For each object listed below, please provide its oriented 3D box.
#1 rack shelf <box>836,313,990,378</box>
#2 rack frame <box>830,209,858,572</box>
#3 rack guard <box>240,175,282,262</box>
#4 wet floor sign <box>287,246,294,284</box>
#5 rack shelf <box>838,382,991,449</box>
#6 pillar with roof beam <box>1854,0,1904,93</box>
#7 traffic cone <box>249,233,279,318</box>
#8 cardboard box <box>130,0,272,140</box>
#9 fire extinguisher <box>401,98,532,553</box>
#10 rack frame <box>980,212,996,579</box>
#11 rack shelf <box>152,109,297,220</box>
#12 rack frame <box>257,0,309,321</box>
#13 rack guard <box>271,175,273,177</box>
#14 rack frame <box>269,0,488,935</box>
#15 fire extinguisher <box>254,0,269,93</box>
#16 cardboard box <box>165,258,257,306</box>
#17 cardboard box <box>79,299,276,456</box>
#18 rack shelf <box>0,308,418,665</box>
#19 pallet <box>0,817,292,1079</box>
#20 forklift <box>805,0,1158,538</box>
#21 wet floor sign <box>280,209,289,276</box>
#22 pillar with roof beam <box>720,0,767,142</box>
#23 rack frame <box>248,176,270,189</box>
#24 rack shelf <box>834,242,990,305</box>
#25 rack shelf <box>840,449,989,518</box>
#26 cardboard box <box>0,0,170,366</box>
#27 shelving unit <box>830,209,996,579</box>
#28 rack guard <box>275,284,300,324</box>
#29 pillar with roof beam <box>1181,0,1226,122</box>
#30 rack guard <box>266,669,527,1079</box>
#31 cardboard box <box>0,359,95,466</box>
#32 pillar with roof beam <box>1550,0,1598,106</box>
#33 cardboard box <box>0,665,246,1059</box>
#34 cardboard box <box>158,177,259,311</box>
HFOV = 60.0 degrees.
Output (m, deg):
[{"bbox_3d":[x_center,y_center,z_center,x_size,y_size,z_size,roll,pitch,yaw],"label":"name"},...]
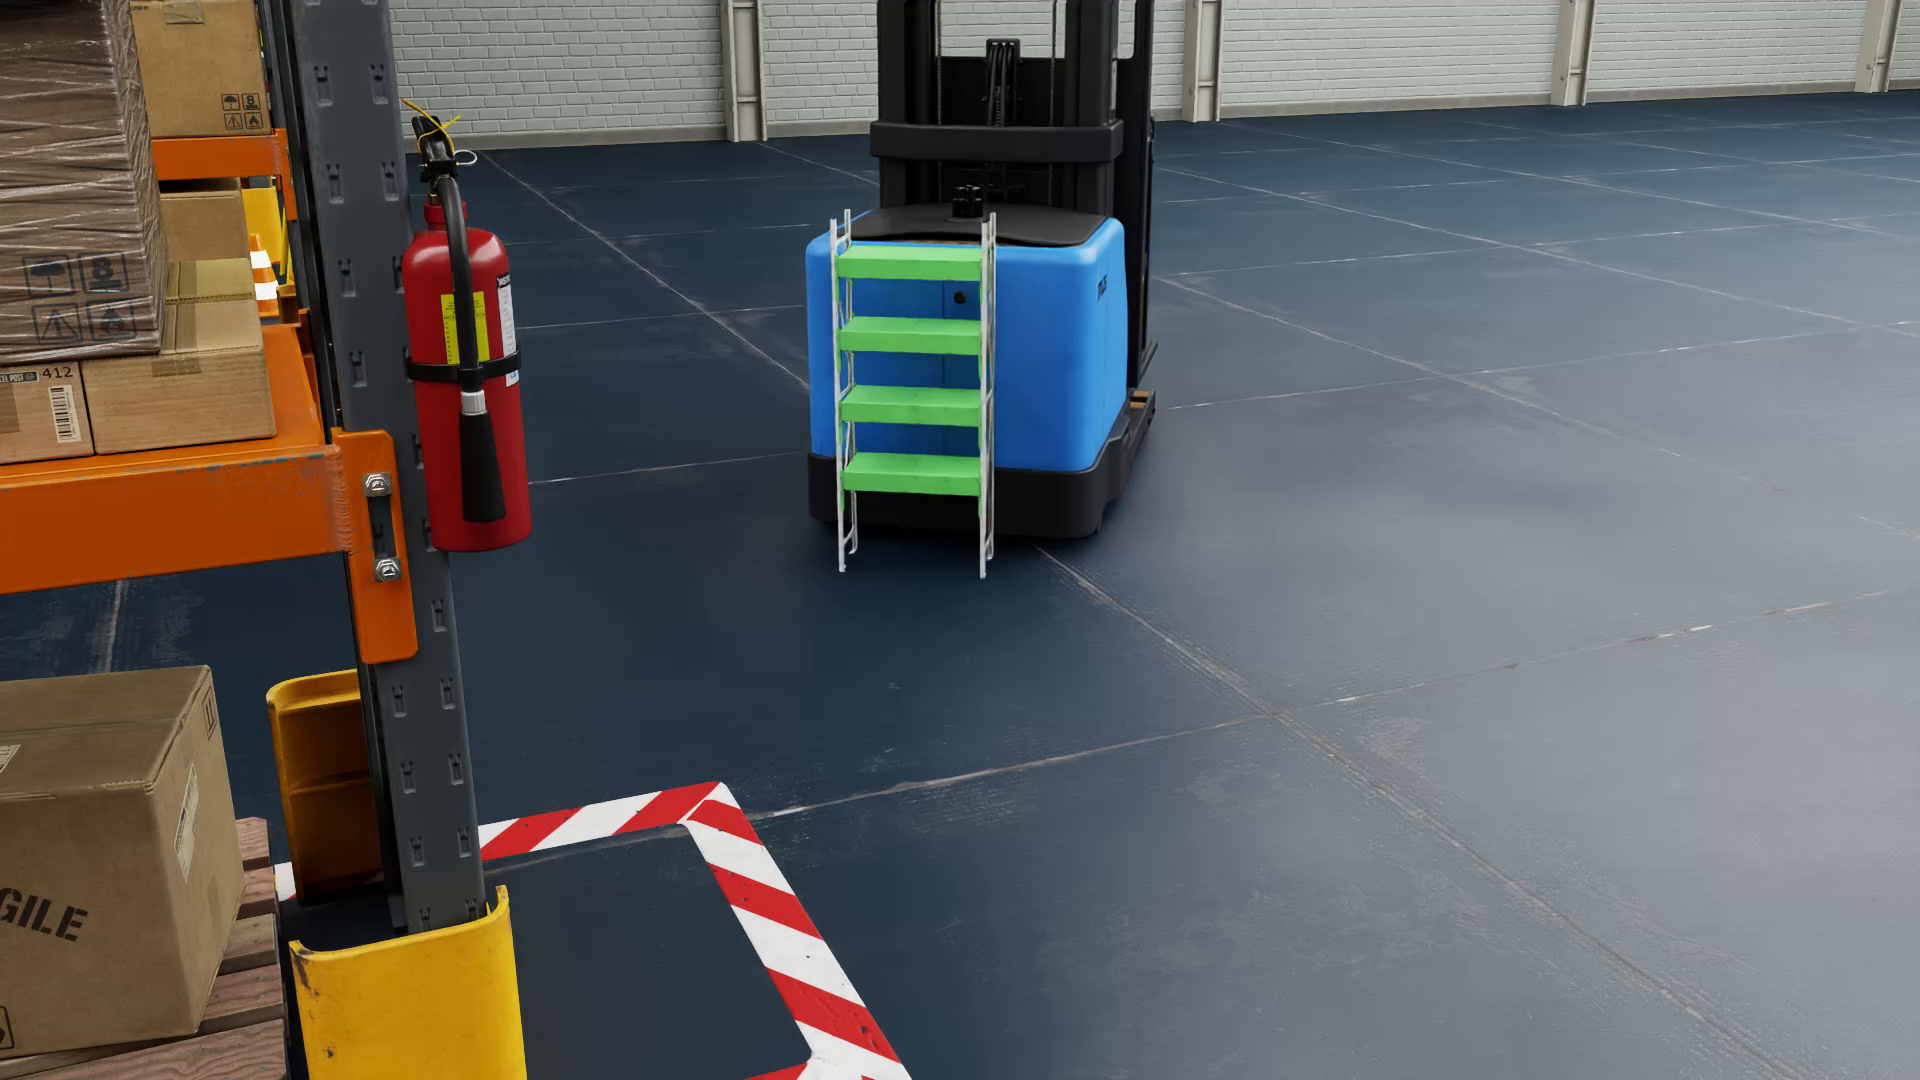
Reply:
[{"bbox_3d":[-0.149,-0.650,5.530,0.480,0.148,0.258,3,20,8],"label":"rack shelf"},{"bbox_3d":[-0.390,-0.495,5.622,0.015,1.200,0.240,3,20,8],"label":"rack frame"},{"bbox_3d":[-5.051,-2.319,11.854,0.348,0.500,1.175,-8,21,-22],"label":"rack guard"},{"bbox_3d":[-3.686,-1.508,9.335,0.232,0.644,0.267,-12,23,-31],"label":"wet floor sign"},{"bbox_3d":[-0.149,-0.423,5.610,0.480,0.148,0.258,3,20,8],"label":"rack shelf"},{"bbox_3d":[15.795,-9.878,20.527,0.400,9.000,9.100,-8,21,-22],"label":"pillar with roof beam"},{"bbox_3d":[-4.113,-1.567,9.776,0.334,0.463,0.336,-8,21,-22],"label":"traffic cone"},{"bbox_3d":[-3.251,-2.019,7.015,0.550,0.550,0.875,-8,21,-22],"label":"cardboard box"},{"bbox_3d":[-0.768,-0.324,2.541,0.183,0.674,0.296,-8,21,-22],"label":"fire extinguisher"},{"bbox_3d":[0.093,-0.472,5.555,0.015,1.200,0.240,3,20,8],"label":"rack frame"},{"bbox_3d":[-4.764,-1.409,6.590,4.000,0.370,1.077,-8,21,-22],"label":"rack shelf"},{"bbox_3d":[-2.928,-2.011,7.218,0.127,3.000,1.000,-8,21,-22],"label":"rack frame"},{"bbox_3d":[-6.929,-3.845,16.189,0.348,0.500,1.175,-8,21,-22],"label":"rack guard"},{"bbox_3d":[-1.056,-0.486,2.884,0.127,3.000,1.000,-8,21,-22],"label":"rack frame"},{"bbox_3d":[-4.694,-3.346,11.124,0.183,0.674,0.296,-8,21,-22],"label":"fire extinguisher"},{"bbox_3d":[-1.412,-0.402,3.026,0.250,0.149,0.380,-8,21,-22],"label":"cardboard box"},{"bbox_3d":[-1.236,-0.267,2.641,0.250,0.149,0.380,-8,21,-22],"label":"cardboard box"},{"bbox_3d":[-2.892,0.117,2.257,4.000,0.370,1.077,-8,21,-22],"label":"rack shelf"},{"bbox_3d":[-1.886,0.936,3.046,1.213,0.211,1.003,-8,21,-22],"label":"pallet"},{"bbox_3d":[0.266,-1.841,6.837,1.130,2.935,3.031,4,20,12],"label":"forklift"},{"bbox_3d":[-4.383,-2.096,11.003,0.232,0.644,0.267,-1,19,-3],"label":"wet floor sign"},{"bbox_3d":[-0.733,-7.510,13.802,0.400,9.000,9.100,-8,21,-22],"label":"pillar with roof beam"},{"bbox_3d":[-4.981,-3.508,11.467,0.127,3.000,1.000,-8,21,-22],"label":"rack frame"},{"bbox_3d":[-0.149,-0.876,5.450,0.480,0.148,0.258,3,20,8],"label":"rack shelf"},{"bbox_3d":[-0.149,-0.197,5.690,0.480,0.148,0.258,3,20,8],"label":"rack shelf"},{"bbox_3d":[-1.572,-0.609,2.637,0.500,0.500,0.875,-8,21,-22],"label":"cardboard box"},{"bbox_3d":[-0.149,-0.484,5.589,0.503,1.200,0.258,3,20,8],"label":"shelving unit"},{"bbox_3d":[-2.906,-0.835,7.642,0.348,0.500,1.175,-8,21,-22],"label":"rack guard"},{"bbox_3d":[4.776,-8.300,16.044,0.400,9.000,9.100,-8,21,-22],"label":"pillar with roof beam"},{"bbox_3d":[-1.126,0.704,3.271,0.348,0.500,1.175,-8,21,-22],"label":"rack guard"},{"bbox_3d":[-1.466,-0.234,2.548,0.250,0.149,0.380,-8,21,-22],"label":"cardboard box"},{"bbox_3d":[10.286,-9.089,18.286,0.400,9.000,9.100,-8,21,-22],"label":"pillar with roof beam"},{"bbox_3d":[-1.636,0.572,3.011,0.500,0.500,0.500,-4,20,-12],"label":"cardboard box"},{"bbox_3d":[-3.524,-1.098,7.191,0.875,0.875,0.875,-8,21,-22],"label":"cardboard box"}]
